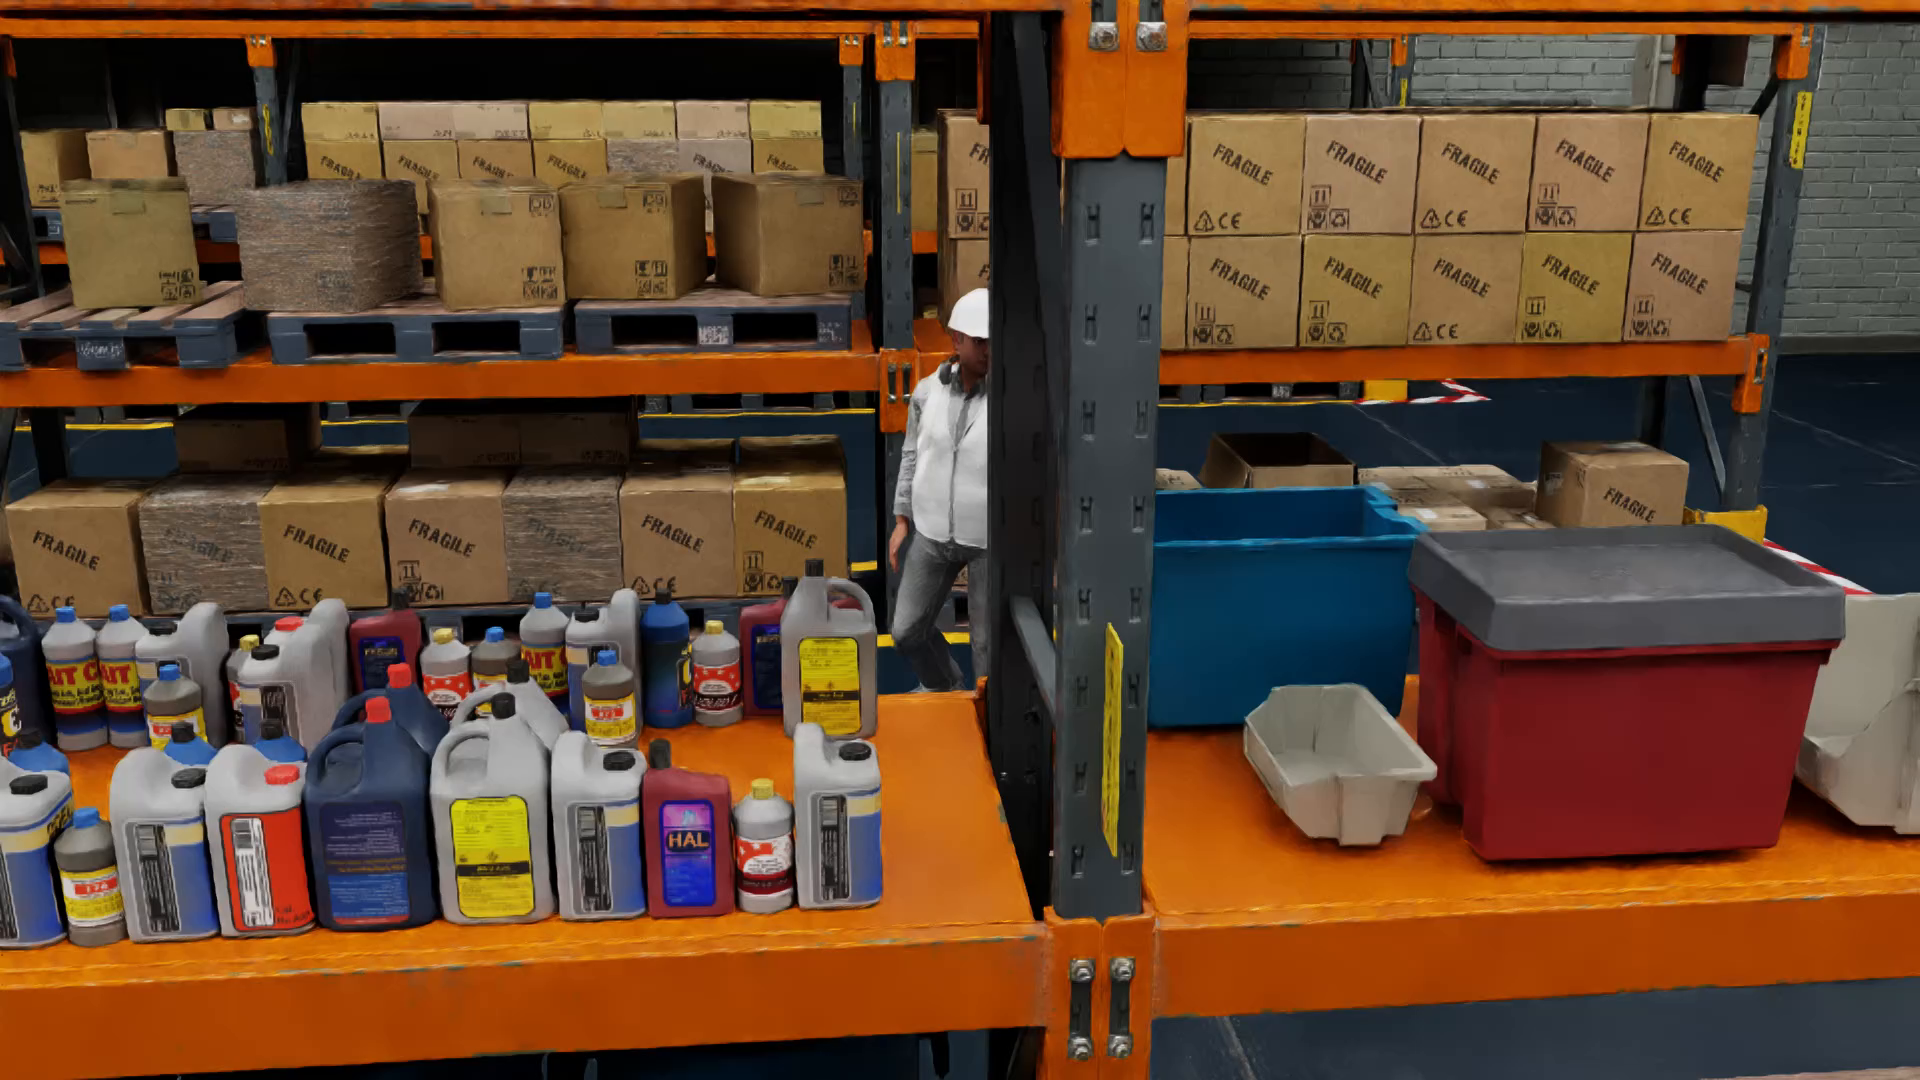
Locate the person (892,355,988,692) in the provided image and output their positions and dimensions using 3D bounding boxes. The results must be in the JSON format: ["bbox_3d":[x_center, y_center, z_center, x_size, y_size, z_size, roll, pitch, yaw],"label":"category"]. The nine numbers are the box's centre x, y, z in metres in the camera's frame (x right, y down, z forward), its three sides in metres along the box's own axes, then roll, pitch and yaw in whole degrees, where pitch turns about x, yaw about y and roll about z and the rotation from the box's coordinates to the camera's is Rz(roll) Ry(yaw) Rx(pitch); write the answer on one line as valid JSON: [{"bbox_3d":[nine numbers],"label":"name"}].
[{"bbox_3d":[0.028,0.040,6.106,0.516,1.480,0.436,7,18,23],"label":"person"}]
